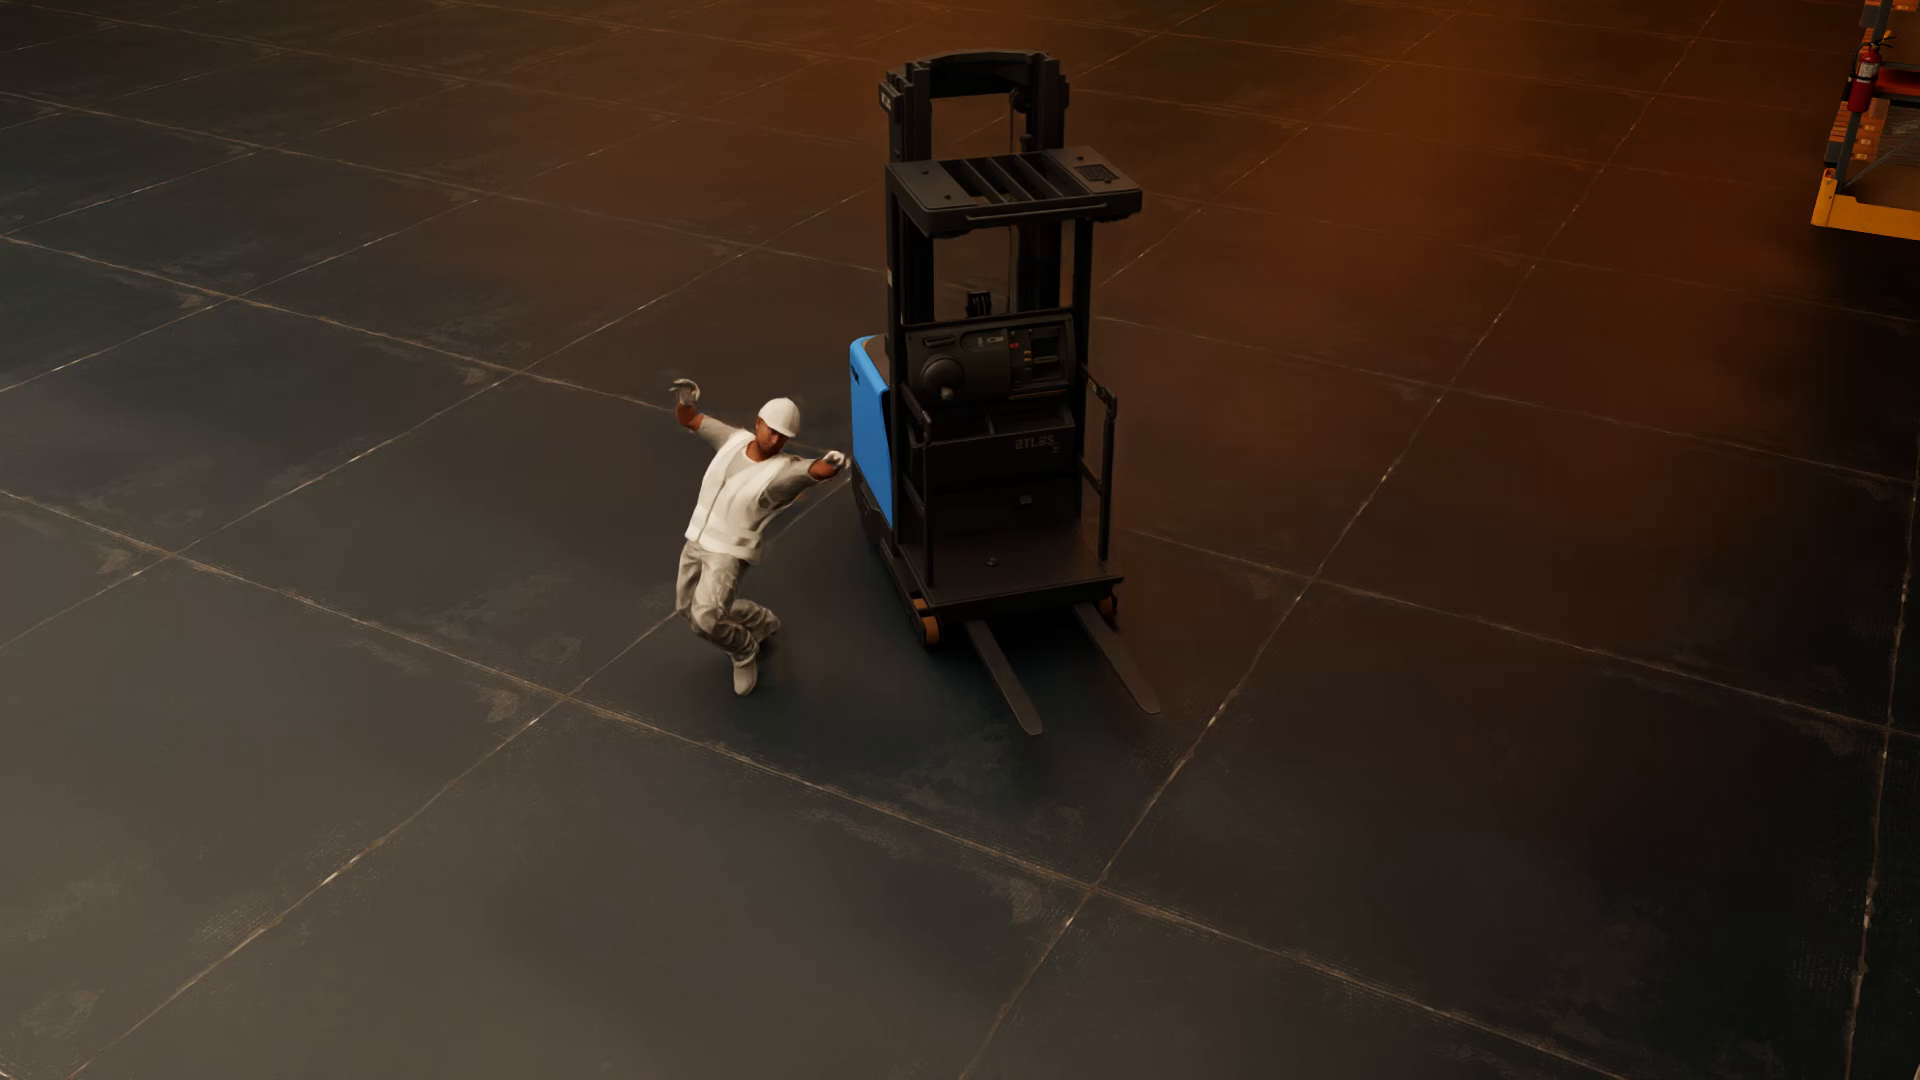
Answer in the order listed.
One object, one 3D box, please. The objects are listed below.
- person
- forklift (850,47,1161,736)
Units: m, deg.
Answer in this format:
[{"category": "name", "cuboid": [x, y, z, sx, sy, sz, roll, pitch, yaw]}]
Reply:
[{"category": "person", "cuboid": [-1.033, 0.016, 8.330, 0.822, 1.678, 1.122, -24, 38, -35]}, {"category": "forklift", "cuboid": [0.232, -0.915, 8.656, 1.130, 2.935, 3.031, -8, 31, -14]}]
